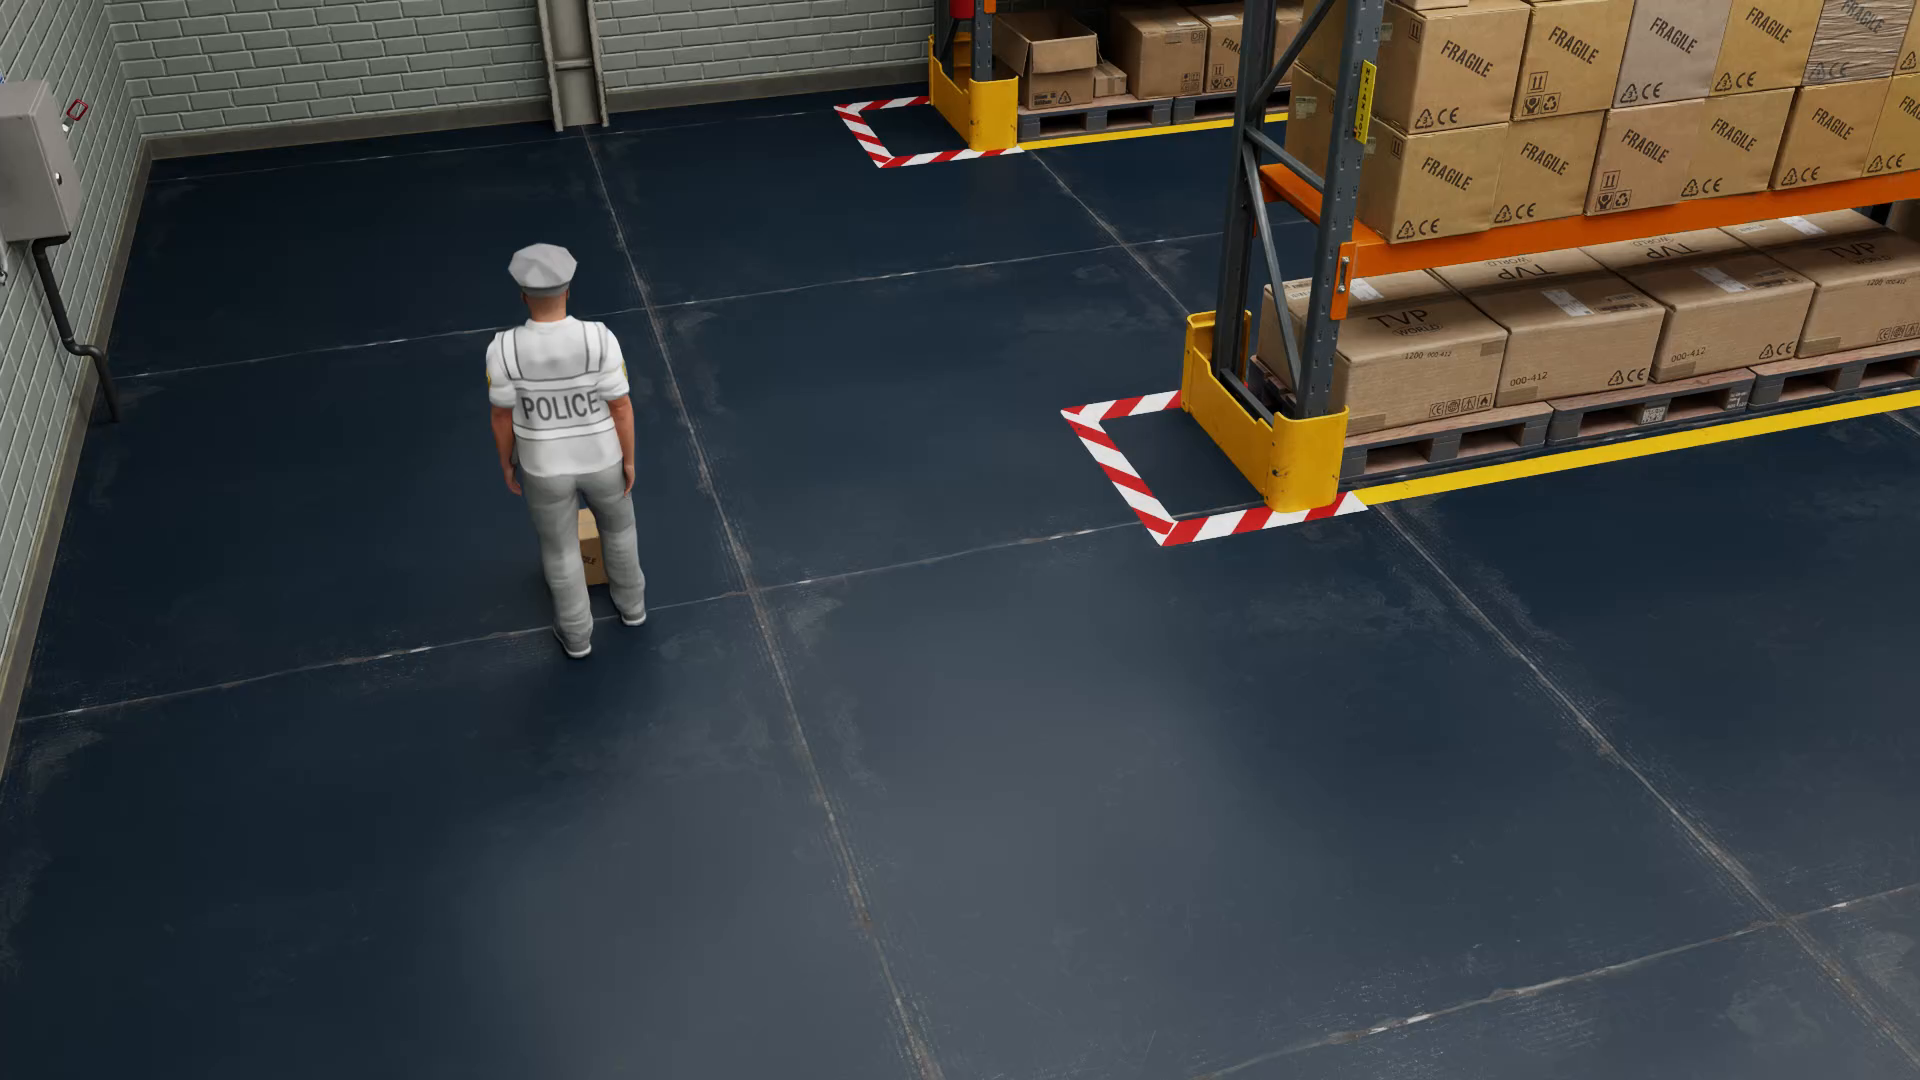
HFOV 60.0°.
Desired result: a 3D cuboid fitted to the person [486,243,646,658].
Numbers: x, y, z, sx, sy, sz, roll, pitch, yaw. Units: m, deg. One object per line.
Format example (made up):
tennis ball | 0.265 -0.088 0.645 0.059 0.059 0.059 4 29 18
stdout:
person | -1.577 -0.363 6.668 0.538 1.759 0.516 -9 35 -14
